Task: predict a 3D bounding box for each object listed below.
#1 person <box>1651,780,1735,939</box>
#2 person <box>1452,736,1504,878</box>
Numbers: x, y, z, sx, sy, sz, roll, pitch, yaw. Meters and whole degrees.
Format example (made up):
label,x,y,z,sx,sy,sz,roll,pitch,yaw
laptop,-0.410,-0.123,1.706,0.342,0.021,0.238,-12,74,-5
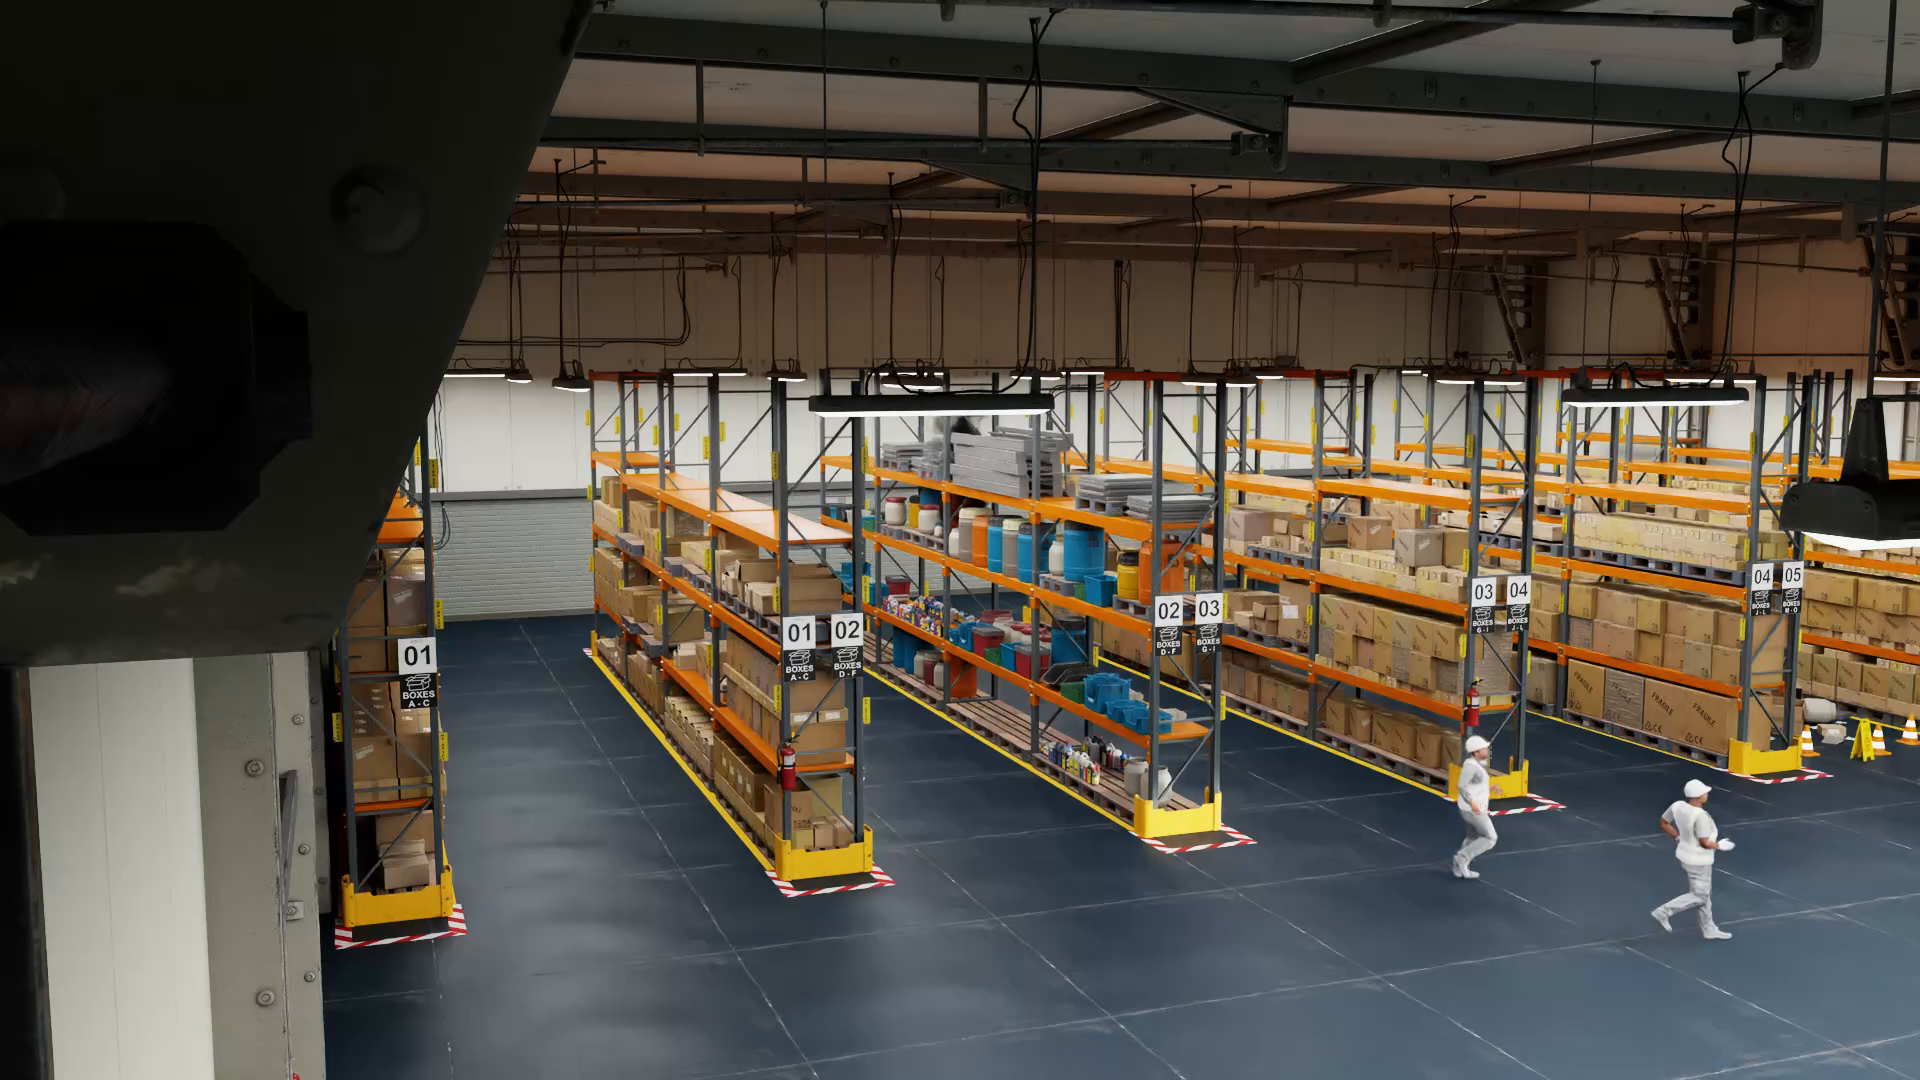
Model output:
label,x,y,z,sx,sy,sz,roll,pitch,yaw
person,7.892,3.448,17.896,0.940,1.768,0.682,0,6,-3
person,6.276,3.226,20.093,0.584,1.740,0.645,1,7,12
